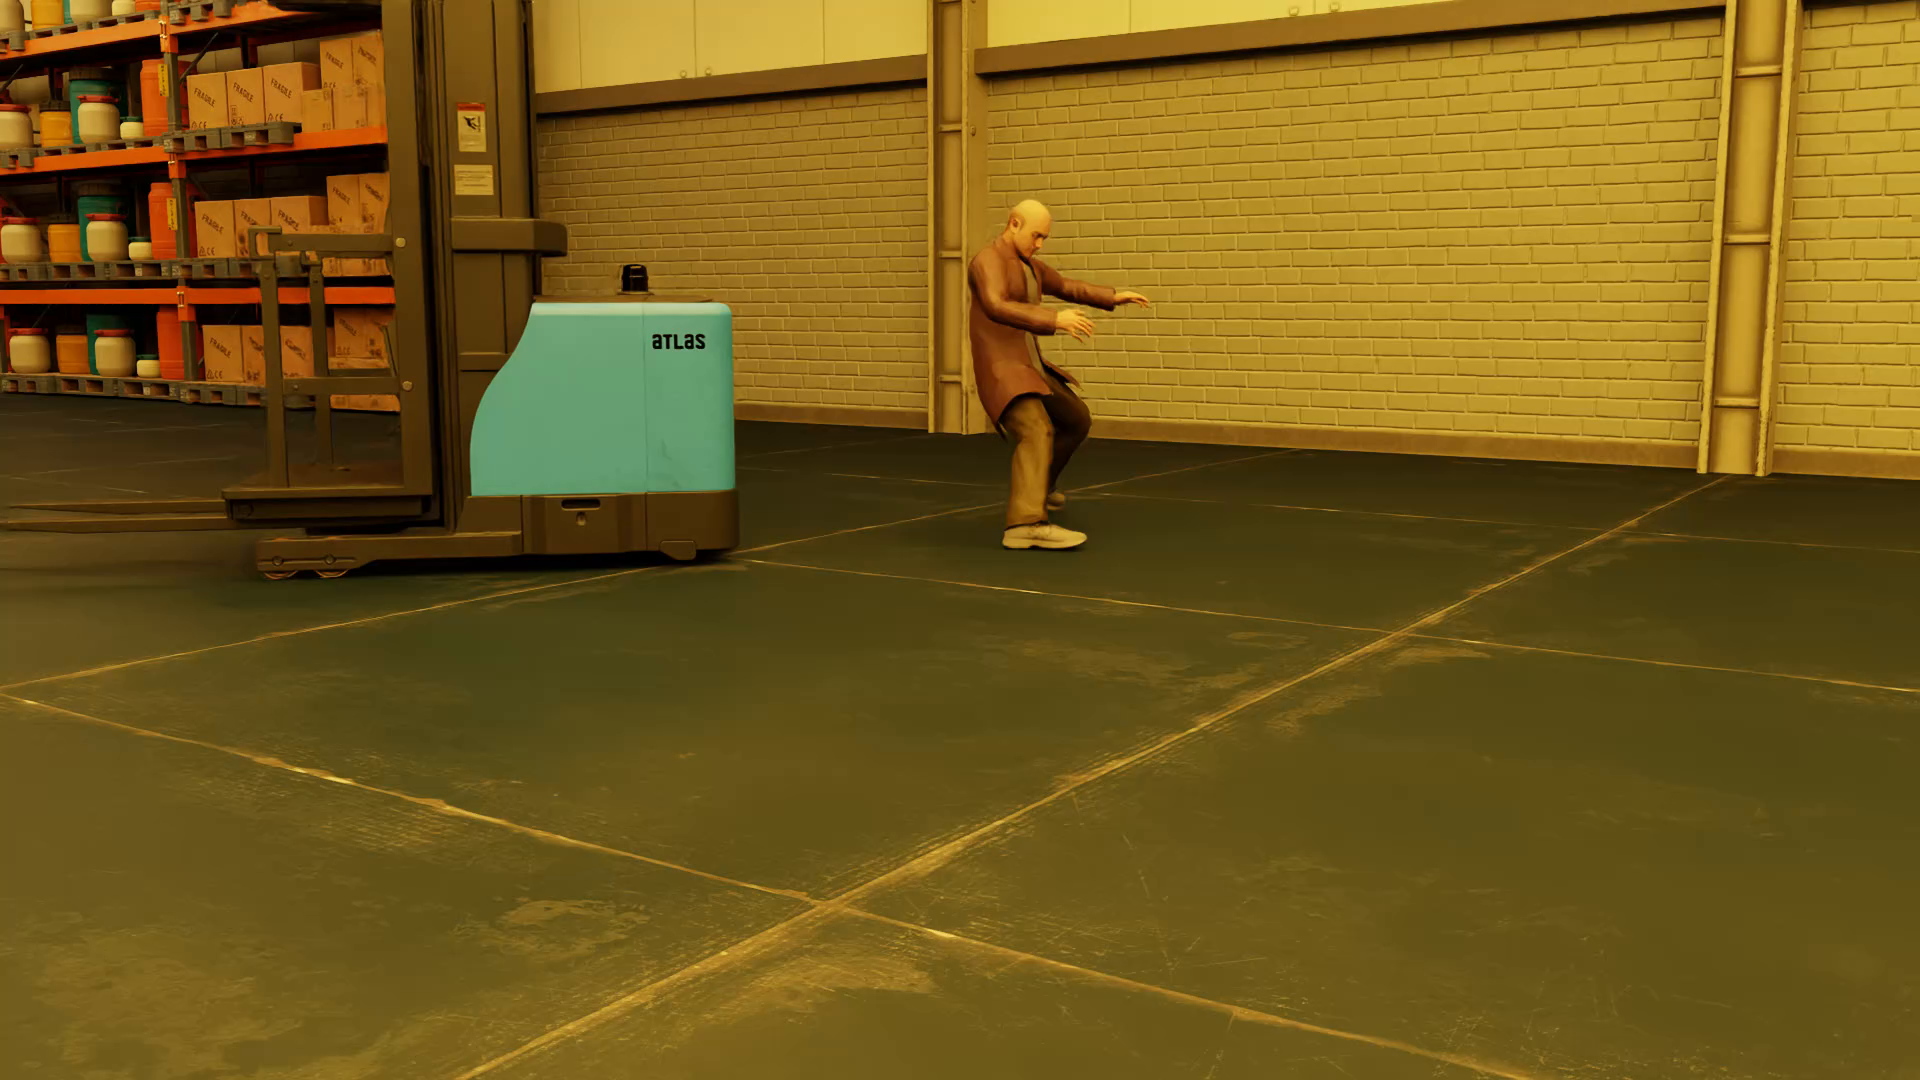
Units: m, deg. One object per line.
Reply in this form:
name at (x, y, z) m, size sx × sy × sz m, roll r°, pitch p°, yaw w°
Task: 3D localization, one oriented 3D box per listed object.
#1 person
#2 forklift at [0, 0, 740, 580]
person at (0.439, -0.812, 7.836) m, size 0.768 × 1.540 × 1.342 m, roll 4°, pitch 9°, yaw 25°
forklift at (-2.488, -1.376, 6.871) m, size 3.031 × 2.935 × 1.130 m, roll -2°, pitch 8°, yaw -11°
